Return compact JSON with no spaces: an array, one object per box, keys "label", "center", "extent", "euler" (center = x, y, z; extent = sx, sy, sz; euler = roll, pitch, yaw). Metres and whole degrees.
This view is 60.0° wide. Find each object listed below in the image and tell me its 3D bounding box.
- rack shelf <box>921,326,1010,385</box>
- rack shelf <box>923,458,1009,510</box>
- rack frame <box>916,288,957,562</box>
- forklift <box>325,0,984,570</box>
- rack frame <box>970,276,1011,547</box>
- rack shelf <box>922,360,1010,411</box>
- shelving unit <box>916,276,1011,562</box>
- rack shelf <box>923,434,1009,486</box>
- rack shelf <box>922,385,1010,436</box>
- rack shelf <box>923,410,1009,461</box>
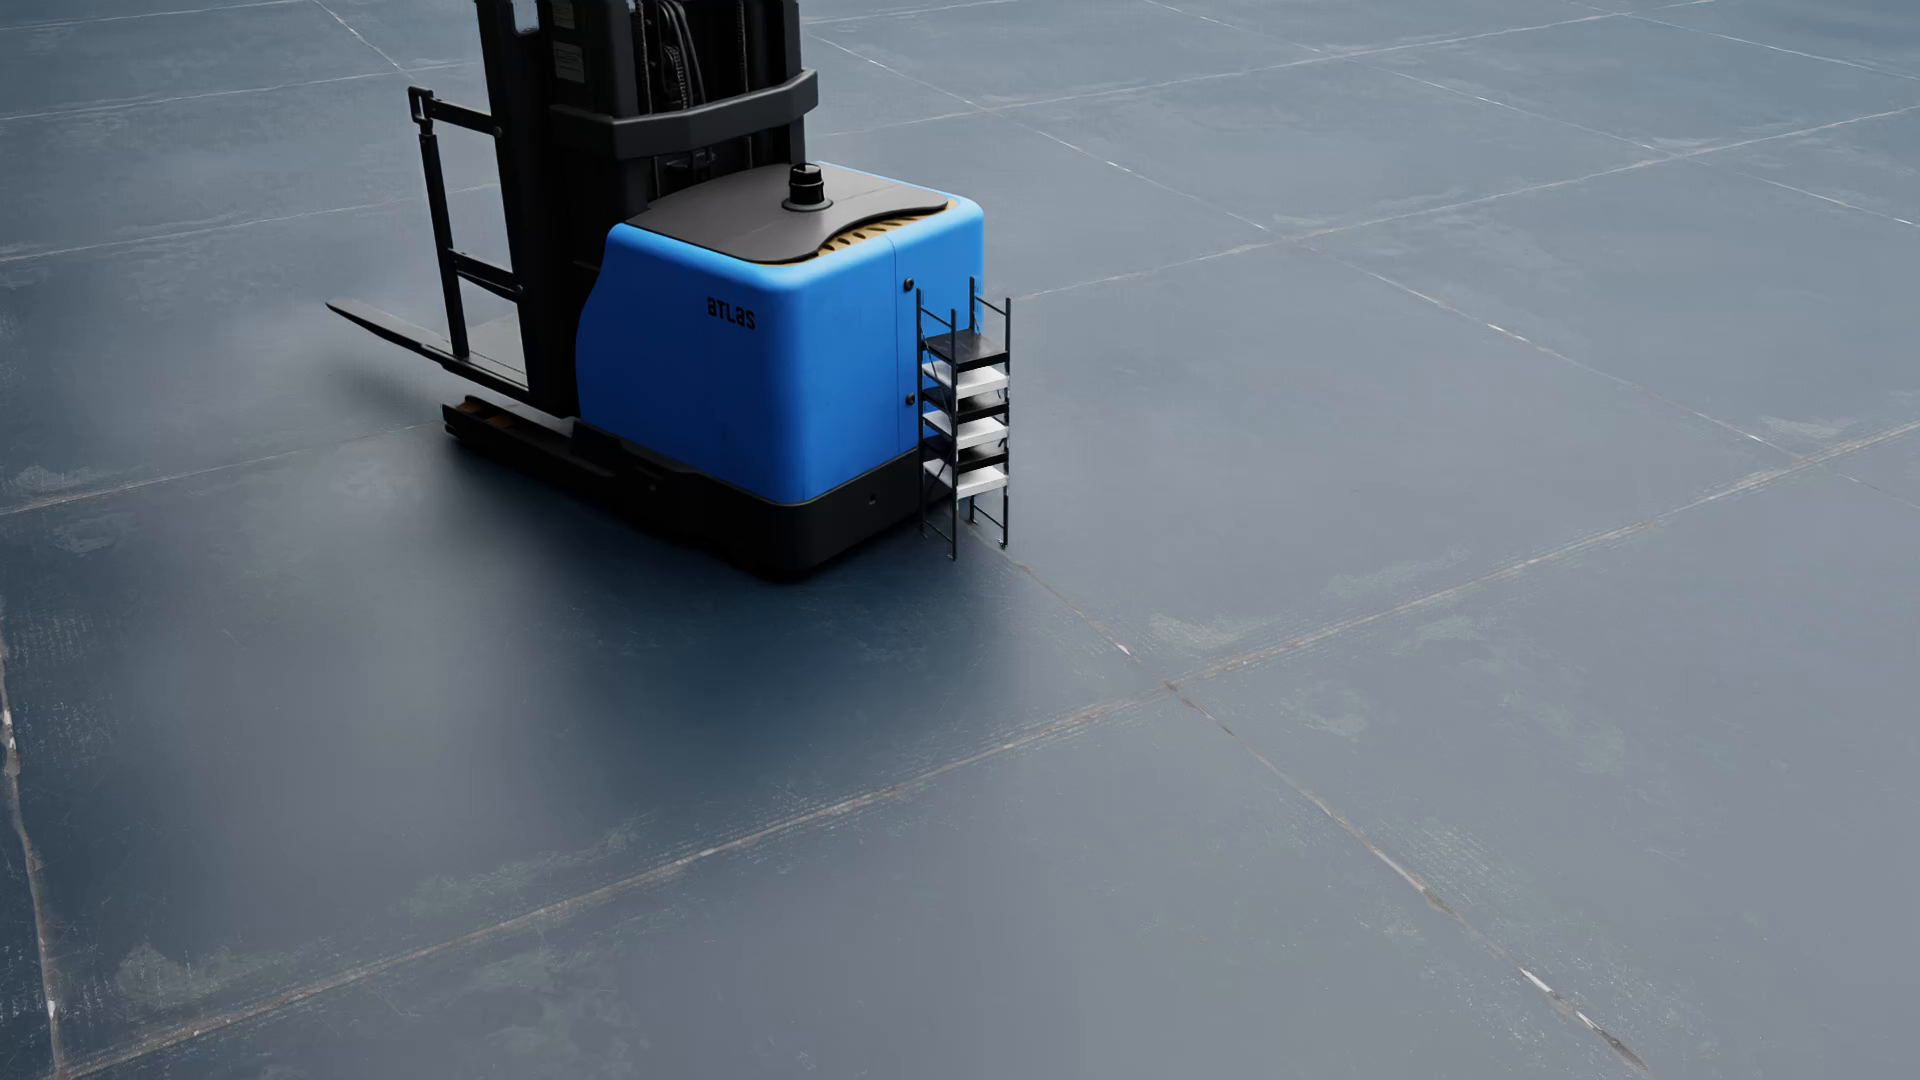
[{"label":"rack shelf","center":[0.010,-0.602,5.419],"extent":[0.200,0.077,0.258],"euler":[-16,33,-27]},{"label":"rack shelf","center":[0.012,-0.208,5.636],"extent":[0.200,0.077,0.258],"euler":[-16,33,-27]},{"label":"rack frame","center":[-0.076,-0.369,5.487],"extent":[0.006,0.900,0.240],"euler":[-16,33,-27]},{"label":"forklift","center":[-1.356,-1.764,5.913],"extent":[3.031,2.935,1.130],"euler":[22,36,34]},{"label":"rack frame","center":[0.098,-0.421,5.579],"extent":[0.006,0.900,0.240],"euler":[-16,33,-27]},{"label":"rack shelf","center":[0.011,-0.524,5.463],"extent":[0.200,0.077,0.258],"euler":[-16,33,-27]},{"label":"shelving unit","center":[0.011,-0.395,5.533],"extent":[0.210,0.900,0.258],"euler":[-16,33,-27]},{"label":"rack shelf","center":[0.011,-0.287,5.593],"extent":[0.200,0.077,0.258],"euler":[-16,33,-27]},{"label":"rack shelf","center":[0.011,-0.445,5.506],"extent":[0.200,0.077,0.258],"euler":[-16,33,-27]},{"label":"rack shelf","center":[0.011,-0.366,5.549],"extent":[0.200,0.077,0.258],"euler":[-16,33,-27]}]
